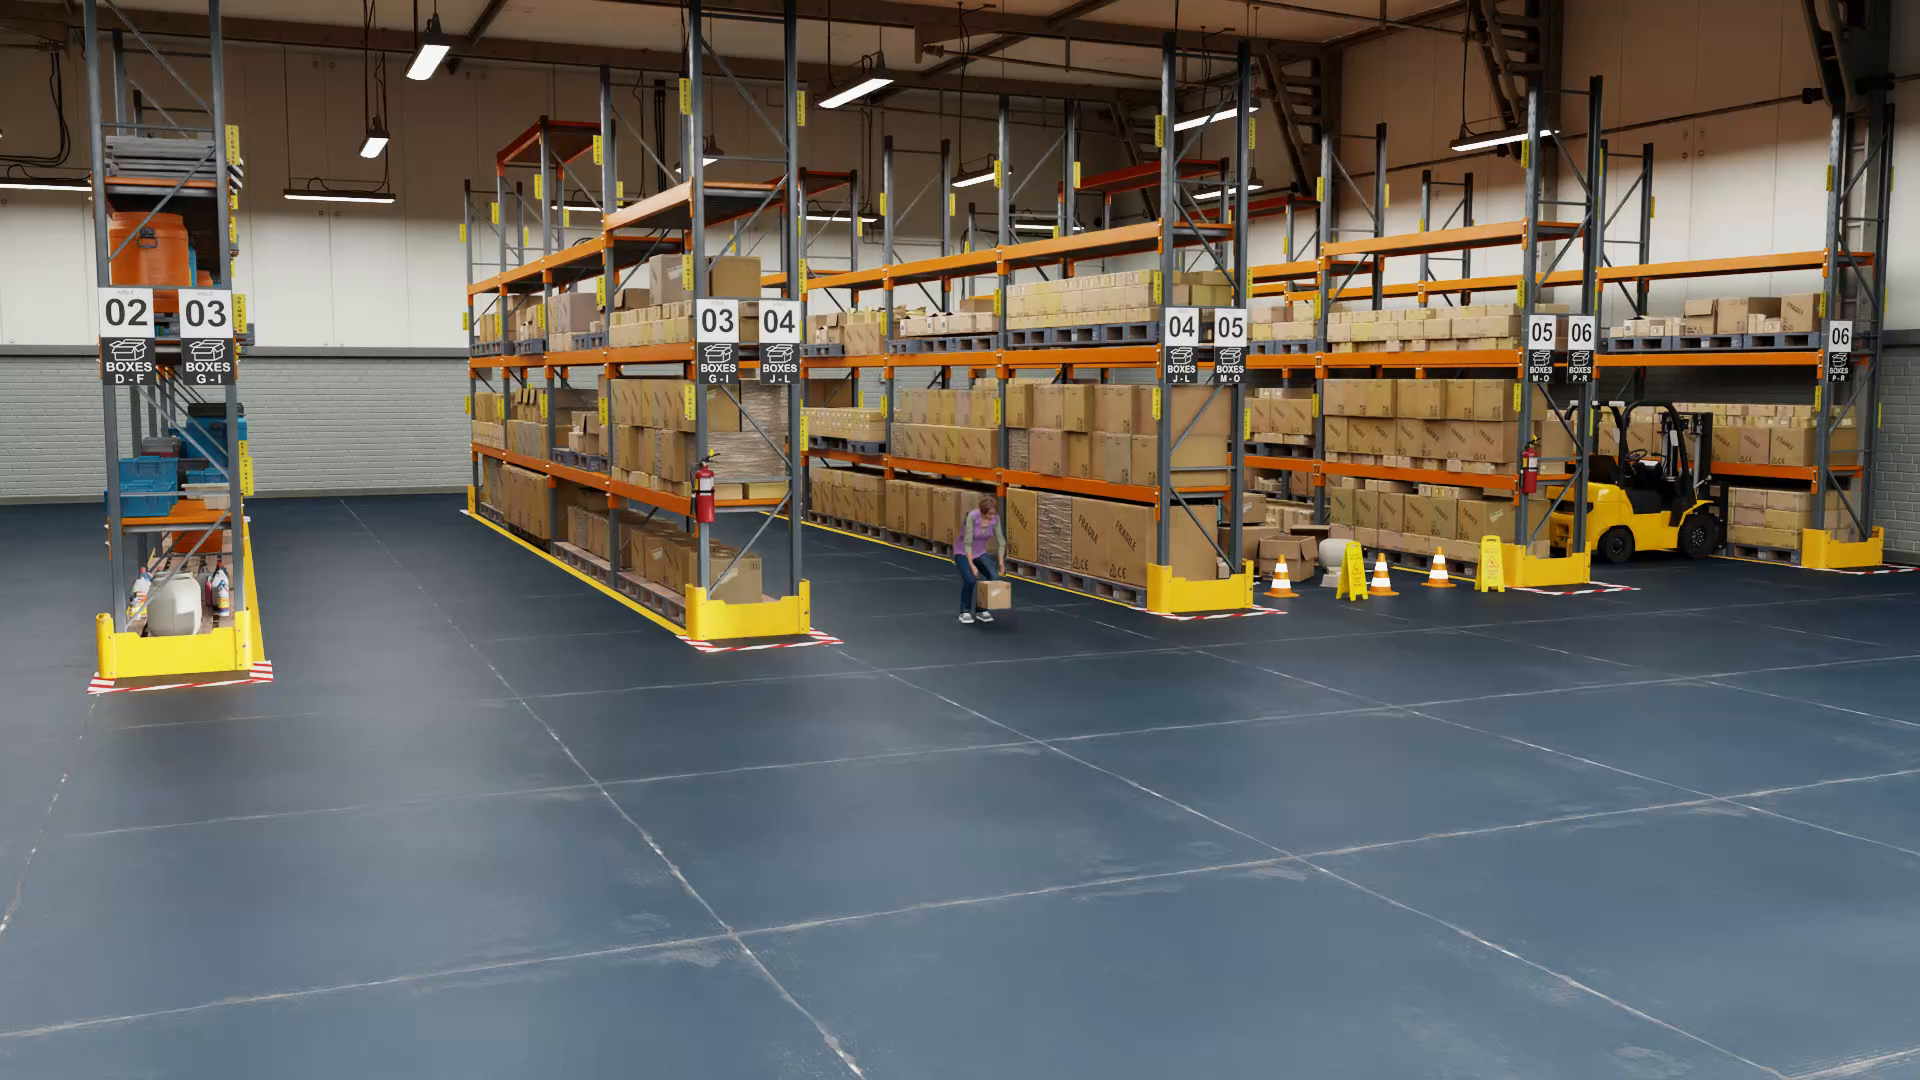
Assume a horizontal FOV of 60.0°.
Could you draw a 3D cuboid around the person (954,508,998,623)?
[{"bbox_3d":[0.148,0.244,16.948,0.379,1.170,0.479,-2,6,-23],"label":"person"}]
